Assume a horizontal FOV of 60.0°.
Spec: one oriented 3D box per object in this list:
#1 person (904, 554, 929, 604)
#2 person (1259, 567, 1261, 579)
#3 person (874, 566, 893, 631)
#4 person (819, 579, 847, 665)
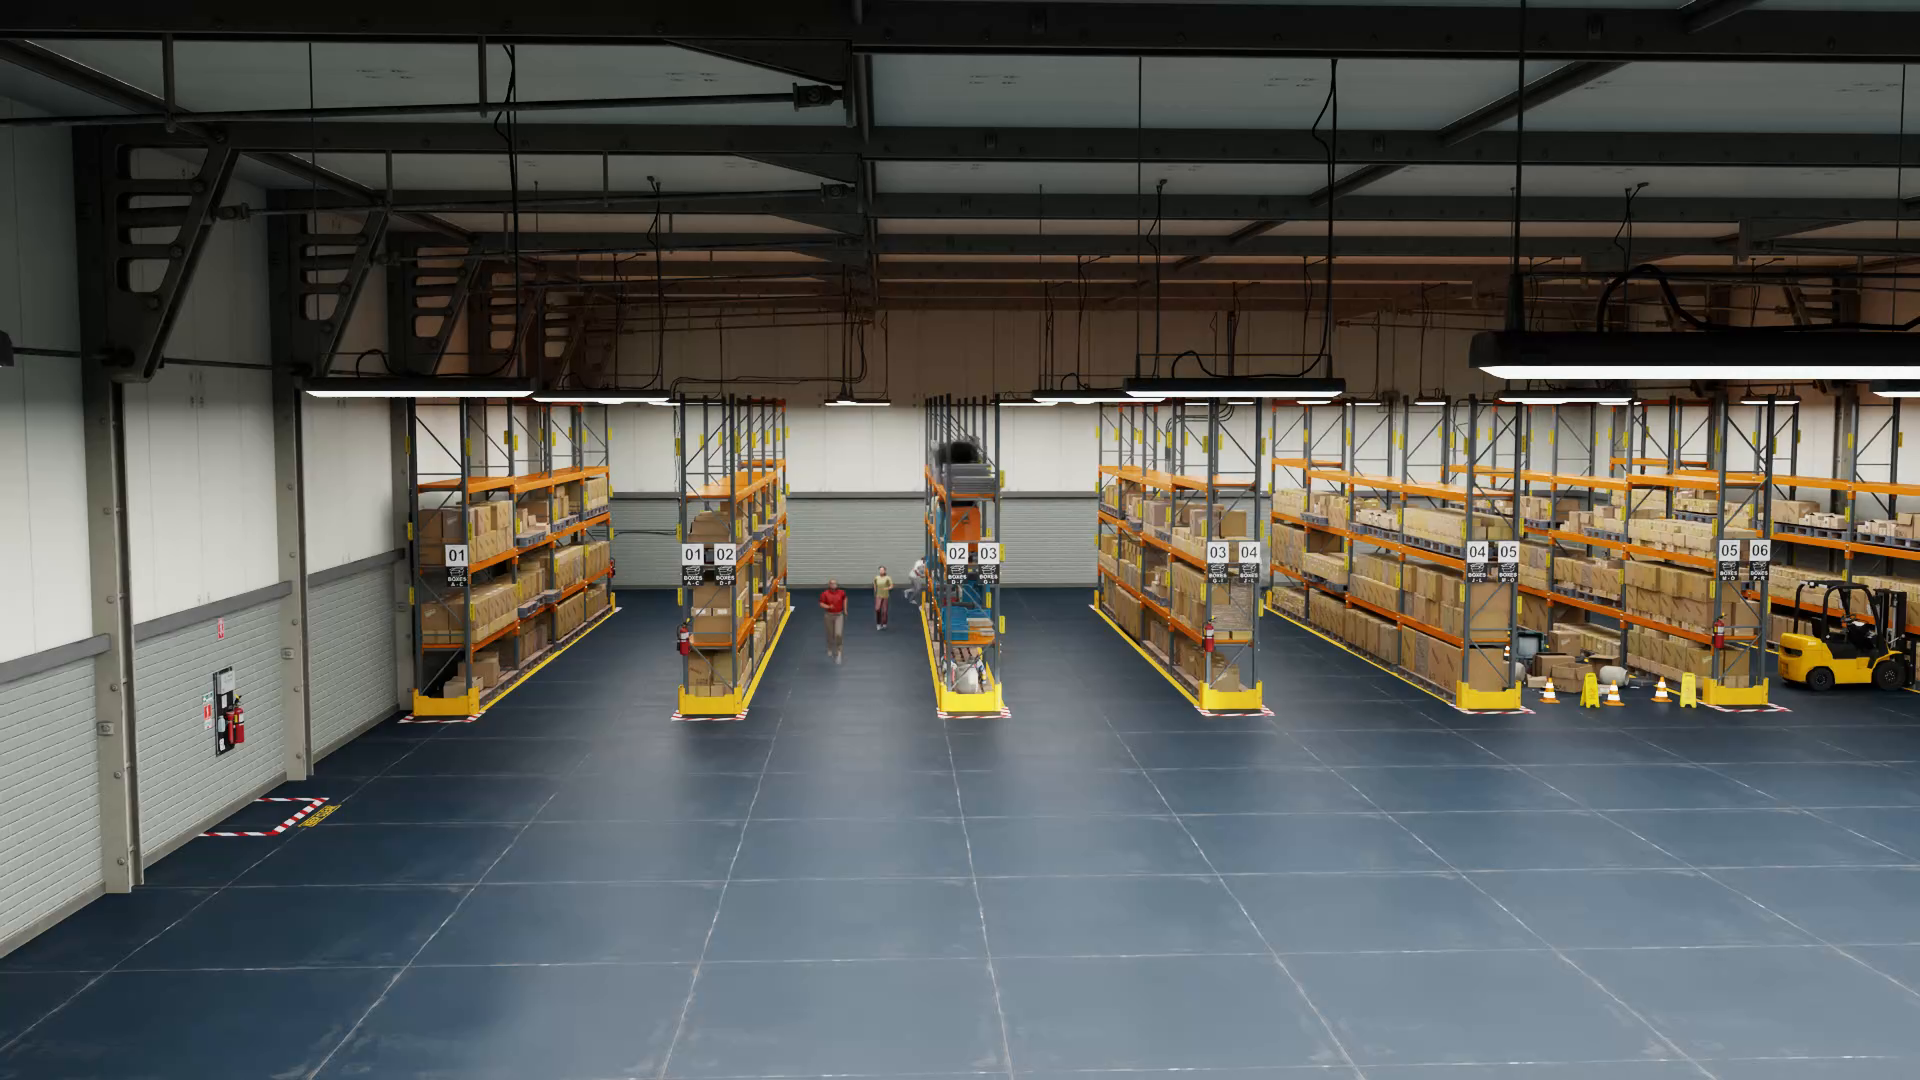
[{"bbox_3d":[-1.251,1.141,48.900,0.837,1.471,0.594,2,5,22],"label":"person"},{"bbox_3d":[8.465,1.080,48.639,0.702,1.644,0.642,-3,5,-31],"label":"person"},{"bbox_3d":[-1.987,1.500,42.924,0.555,1.683,0.675,1,5,8],"label":"person"},{"bbox_3d":[-2.744,1.766,36.084,0.620,1.861,0.826,-1,5,-8],"label":"person"}]
